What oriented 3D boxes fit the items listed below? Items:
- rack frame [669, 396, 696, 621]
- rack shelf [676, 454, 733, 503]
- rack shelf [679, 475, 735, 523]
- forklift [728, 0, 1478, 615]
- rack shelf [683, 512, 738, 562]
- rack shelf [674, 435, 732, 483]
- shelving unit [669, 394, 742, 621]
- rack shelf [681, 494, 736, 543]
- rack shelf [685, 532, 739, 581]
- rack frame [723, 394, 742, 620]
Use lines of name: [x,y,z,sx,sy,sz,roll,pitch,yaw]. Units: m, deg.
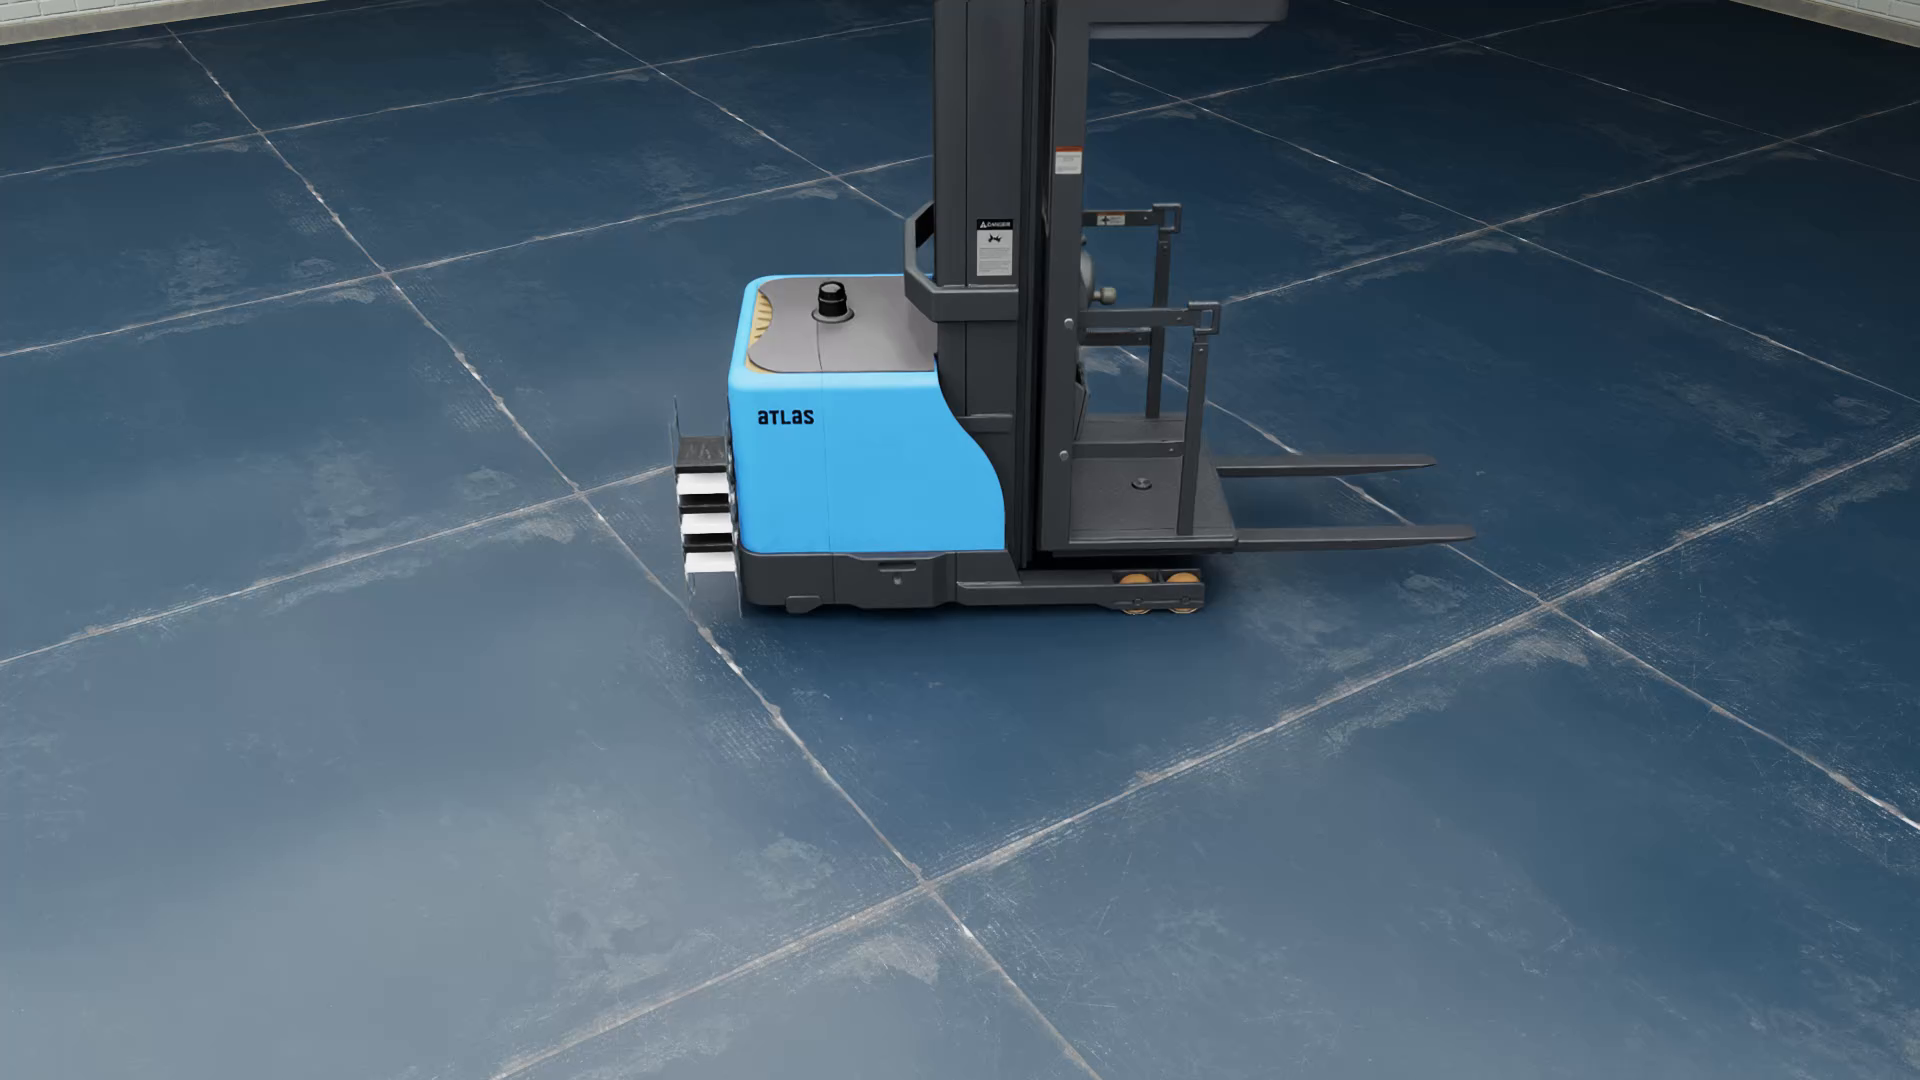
rack frame: [-1.098,-0.116,6.590,0.006,0.900,0.240,-2,32,-3]
rack shelf: [-0.996,-0.243,6.516,0.200,0.077,0.258,-2,32,-3]
rack shelf: [-0.996,-0.167,6.564,0.200,0.077,0.258,-2,32,-3]
forklift: [0.613,-1.218,6.434,3.031,2.935,1.130,-1,32,-2]
rack shelf: [-0.996,-0.014,6.660,0.200,0.077,0.258,-2,32,-3]
rack shelf: [-0.996,-0.319,6.468,0.200,0.077,0.258,-2,32,-3]
shelving unit: [-0.996,-0.119,6.594,0.210,0.900,0.258,-2,32,-3]
rack shelf: [-0.996,-0.090,6.612,0.200,0.077,0.258,-2,32,-3]
rack shelf: [-0.996,0.062,6.708,0.200,0.077,0.258,-2,32,-3]
rack frame: [-0.895,-0.121,6.599,0.006,0.900,0.240,-2,32,-3]
